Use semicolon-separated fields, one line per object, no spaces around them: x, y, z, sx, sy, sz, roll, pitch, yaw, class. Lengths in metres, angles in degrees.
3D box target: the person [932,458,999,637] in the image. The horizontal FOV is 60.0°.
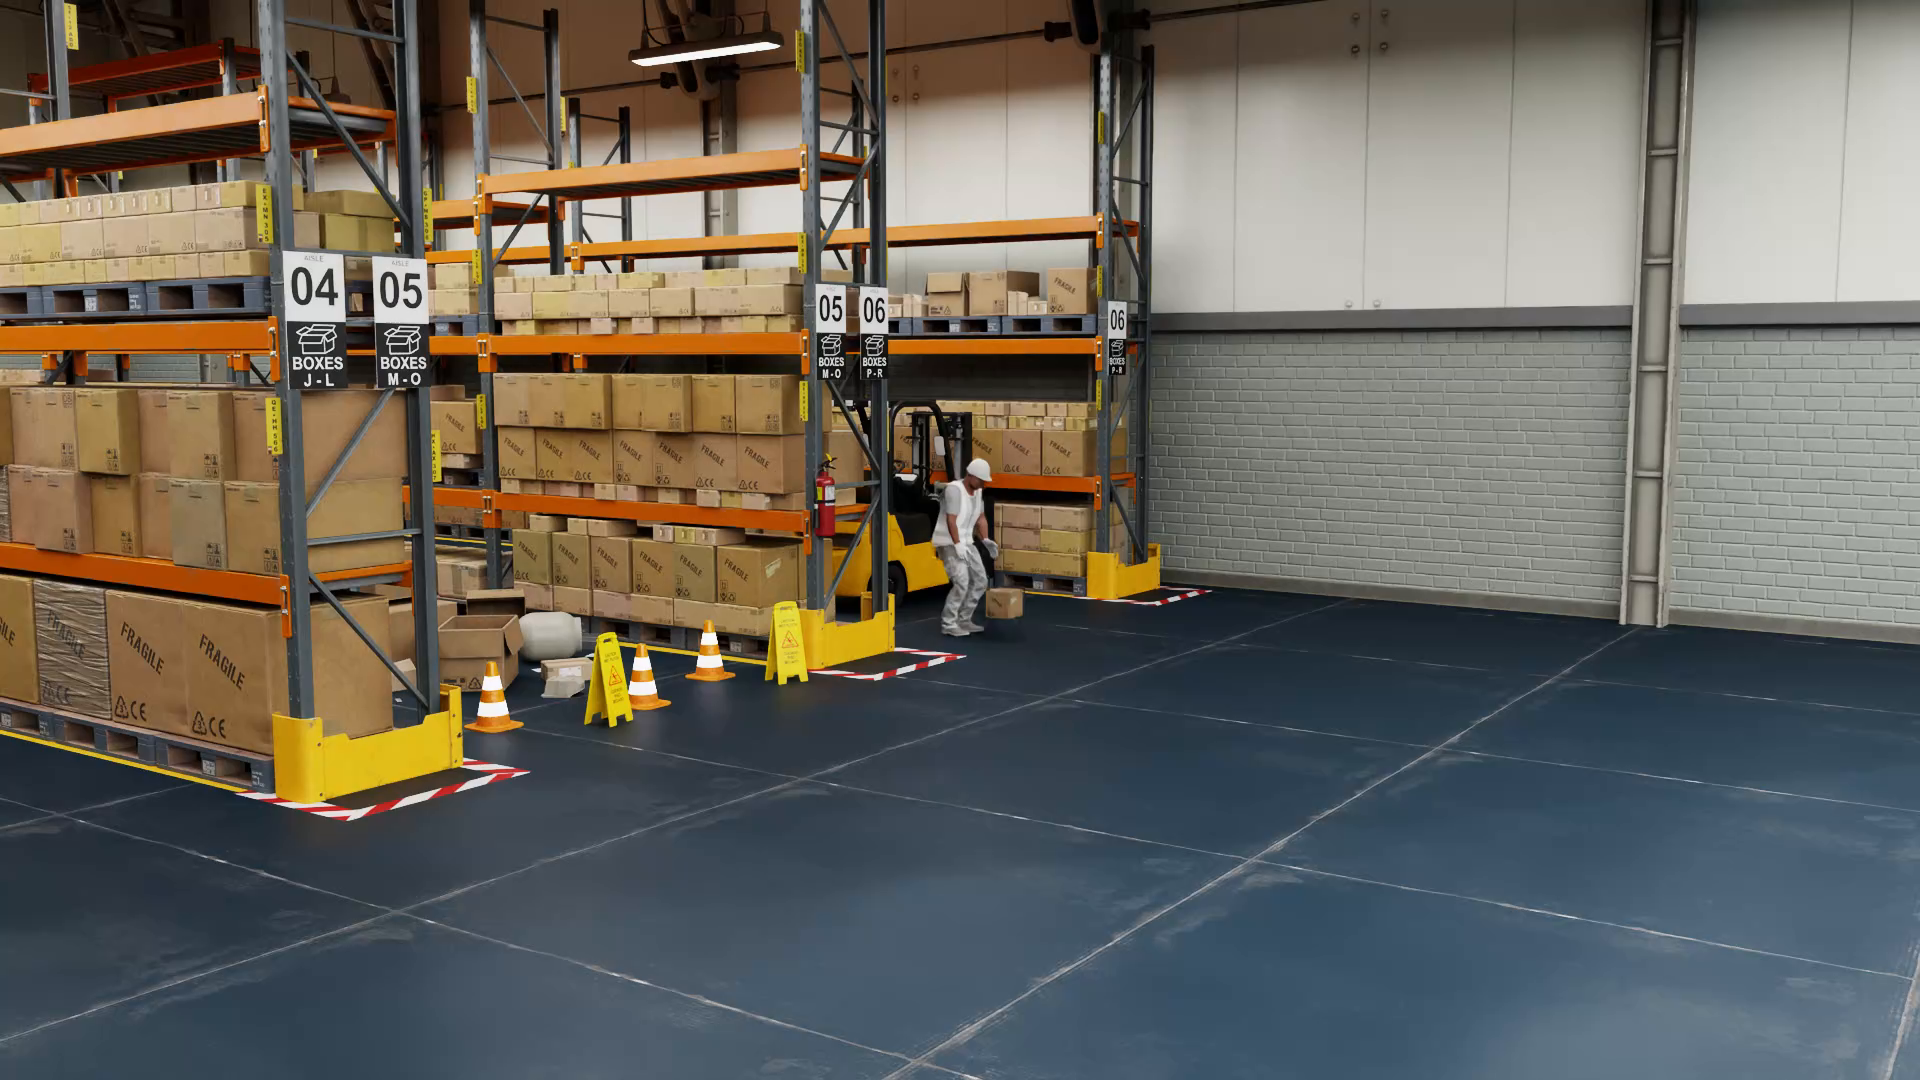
0.049;0.056;15.683;0.559;1.663;0.591;4;8;35;person
